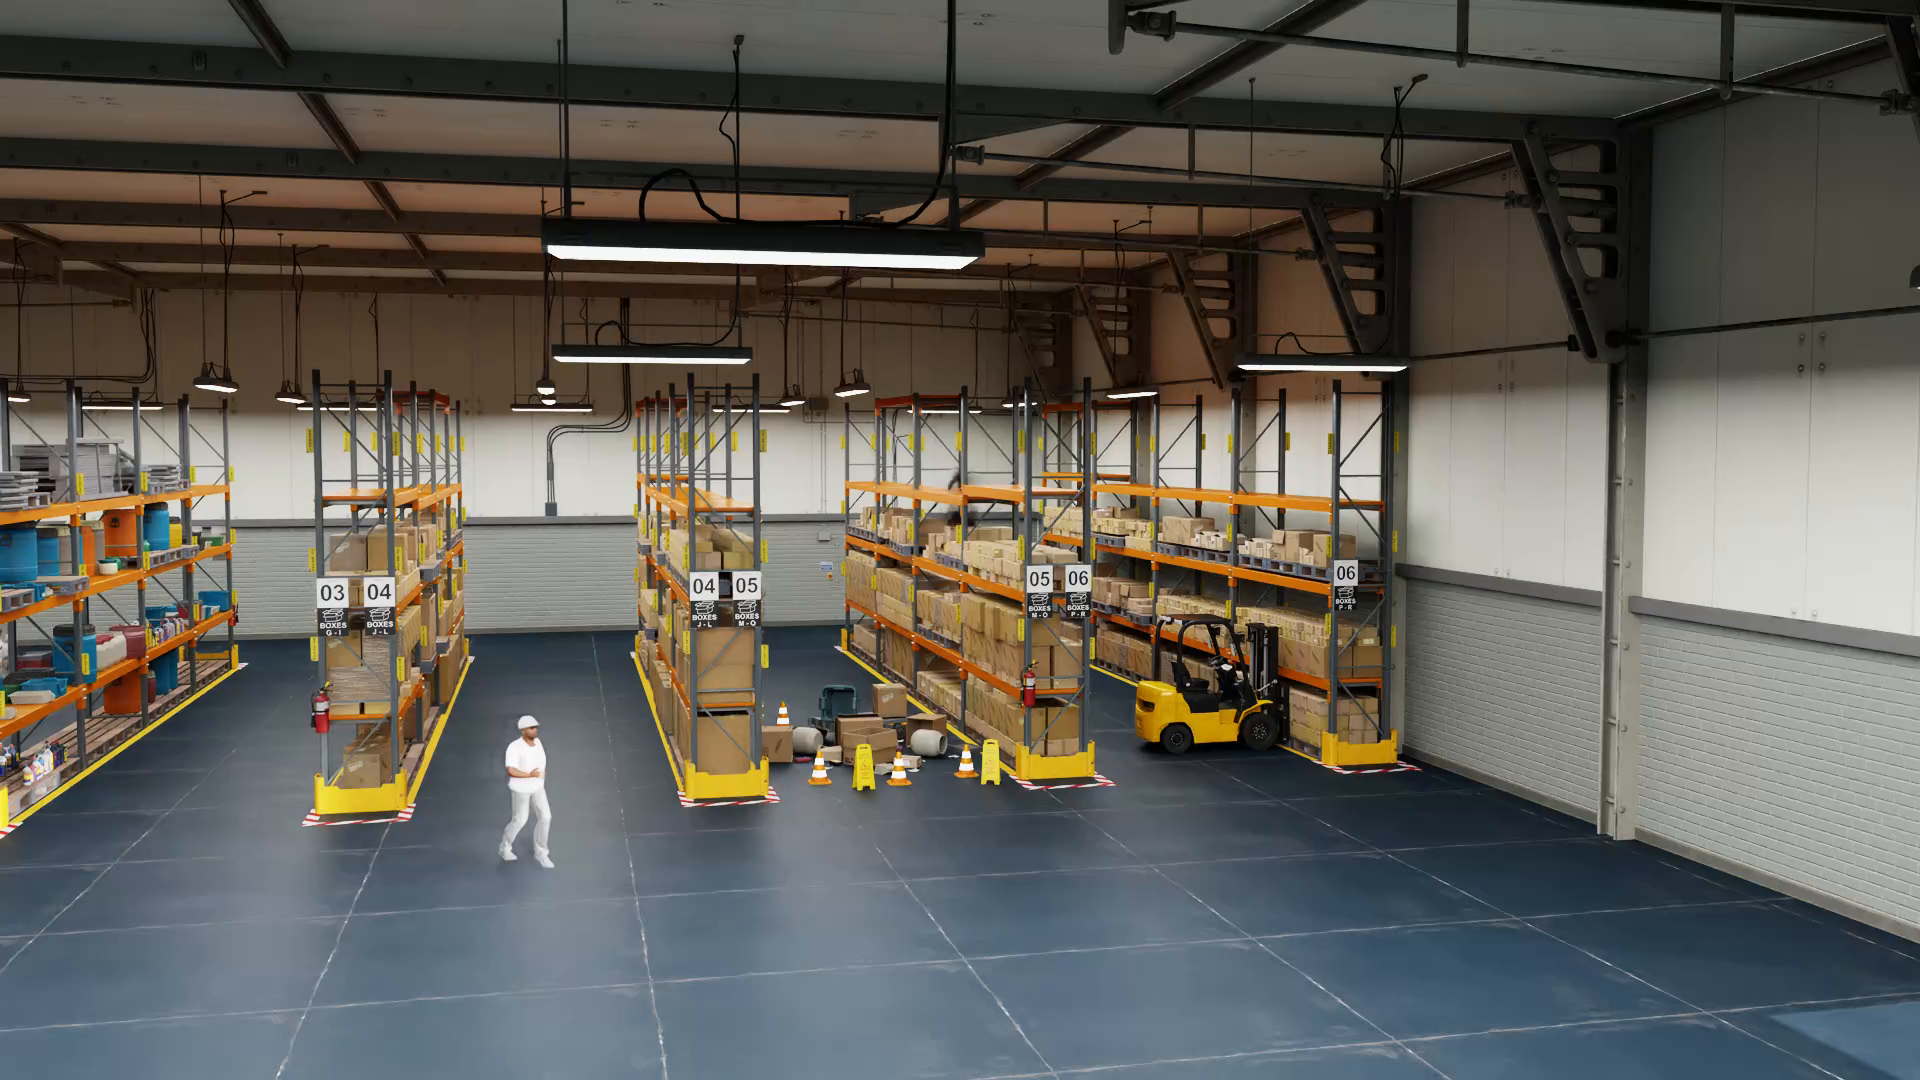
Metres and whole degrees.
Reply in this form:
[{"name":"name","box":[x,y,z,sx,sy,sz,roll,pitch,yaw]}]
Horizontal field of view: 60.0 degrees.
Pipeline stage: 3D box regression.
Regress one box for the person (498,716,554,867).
[{"name":"person","box":[-5.133,2.995,19.720,0.763,1.846,0.719,2,4,28]}]

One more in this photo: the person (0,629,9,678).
[{"name":"person","box":[-17.678,2.413,30.406,0.577,1.659,0.560,-2,4,-31]}]
